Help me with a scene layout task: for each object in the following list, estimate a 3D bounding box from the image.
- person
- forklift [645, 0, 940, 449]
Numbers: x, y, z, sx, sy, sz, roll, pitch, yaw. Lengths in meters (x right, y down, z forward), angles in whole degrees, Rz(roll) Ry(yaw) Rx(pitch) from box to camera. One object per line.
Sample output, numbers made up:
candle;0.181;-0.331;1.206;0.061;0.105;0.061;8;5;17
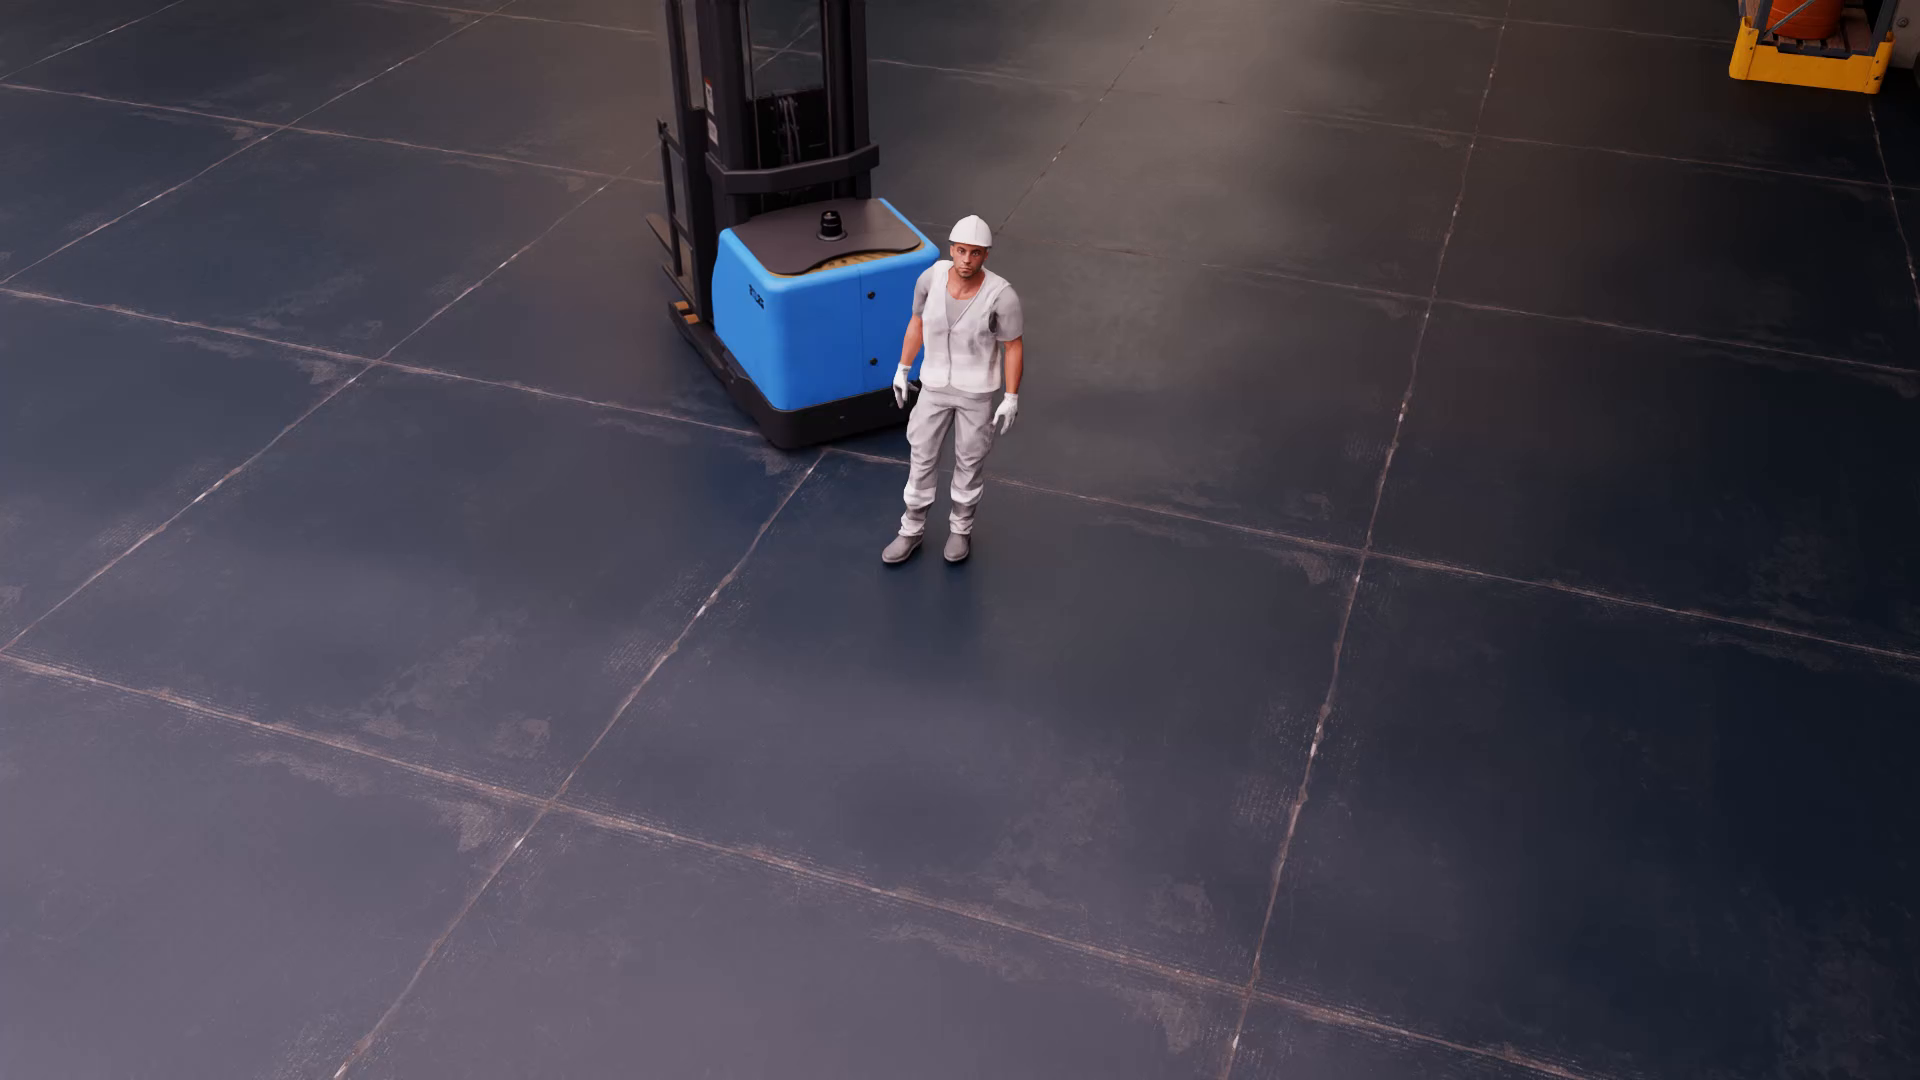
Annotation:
person;-0.038;-0.694;8.065;0.638;1.787;0.564;12;37;16
forklift;-1.190;-2.542;9.696;1.130;2.935;3.031;-16;38;-21
